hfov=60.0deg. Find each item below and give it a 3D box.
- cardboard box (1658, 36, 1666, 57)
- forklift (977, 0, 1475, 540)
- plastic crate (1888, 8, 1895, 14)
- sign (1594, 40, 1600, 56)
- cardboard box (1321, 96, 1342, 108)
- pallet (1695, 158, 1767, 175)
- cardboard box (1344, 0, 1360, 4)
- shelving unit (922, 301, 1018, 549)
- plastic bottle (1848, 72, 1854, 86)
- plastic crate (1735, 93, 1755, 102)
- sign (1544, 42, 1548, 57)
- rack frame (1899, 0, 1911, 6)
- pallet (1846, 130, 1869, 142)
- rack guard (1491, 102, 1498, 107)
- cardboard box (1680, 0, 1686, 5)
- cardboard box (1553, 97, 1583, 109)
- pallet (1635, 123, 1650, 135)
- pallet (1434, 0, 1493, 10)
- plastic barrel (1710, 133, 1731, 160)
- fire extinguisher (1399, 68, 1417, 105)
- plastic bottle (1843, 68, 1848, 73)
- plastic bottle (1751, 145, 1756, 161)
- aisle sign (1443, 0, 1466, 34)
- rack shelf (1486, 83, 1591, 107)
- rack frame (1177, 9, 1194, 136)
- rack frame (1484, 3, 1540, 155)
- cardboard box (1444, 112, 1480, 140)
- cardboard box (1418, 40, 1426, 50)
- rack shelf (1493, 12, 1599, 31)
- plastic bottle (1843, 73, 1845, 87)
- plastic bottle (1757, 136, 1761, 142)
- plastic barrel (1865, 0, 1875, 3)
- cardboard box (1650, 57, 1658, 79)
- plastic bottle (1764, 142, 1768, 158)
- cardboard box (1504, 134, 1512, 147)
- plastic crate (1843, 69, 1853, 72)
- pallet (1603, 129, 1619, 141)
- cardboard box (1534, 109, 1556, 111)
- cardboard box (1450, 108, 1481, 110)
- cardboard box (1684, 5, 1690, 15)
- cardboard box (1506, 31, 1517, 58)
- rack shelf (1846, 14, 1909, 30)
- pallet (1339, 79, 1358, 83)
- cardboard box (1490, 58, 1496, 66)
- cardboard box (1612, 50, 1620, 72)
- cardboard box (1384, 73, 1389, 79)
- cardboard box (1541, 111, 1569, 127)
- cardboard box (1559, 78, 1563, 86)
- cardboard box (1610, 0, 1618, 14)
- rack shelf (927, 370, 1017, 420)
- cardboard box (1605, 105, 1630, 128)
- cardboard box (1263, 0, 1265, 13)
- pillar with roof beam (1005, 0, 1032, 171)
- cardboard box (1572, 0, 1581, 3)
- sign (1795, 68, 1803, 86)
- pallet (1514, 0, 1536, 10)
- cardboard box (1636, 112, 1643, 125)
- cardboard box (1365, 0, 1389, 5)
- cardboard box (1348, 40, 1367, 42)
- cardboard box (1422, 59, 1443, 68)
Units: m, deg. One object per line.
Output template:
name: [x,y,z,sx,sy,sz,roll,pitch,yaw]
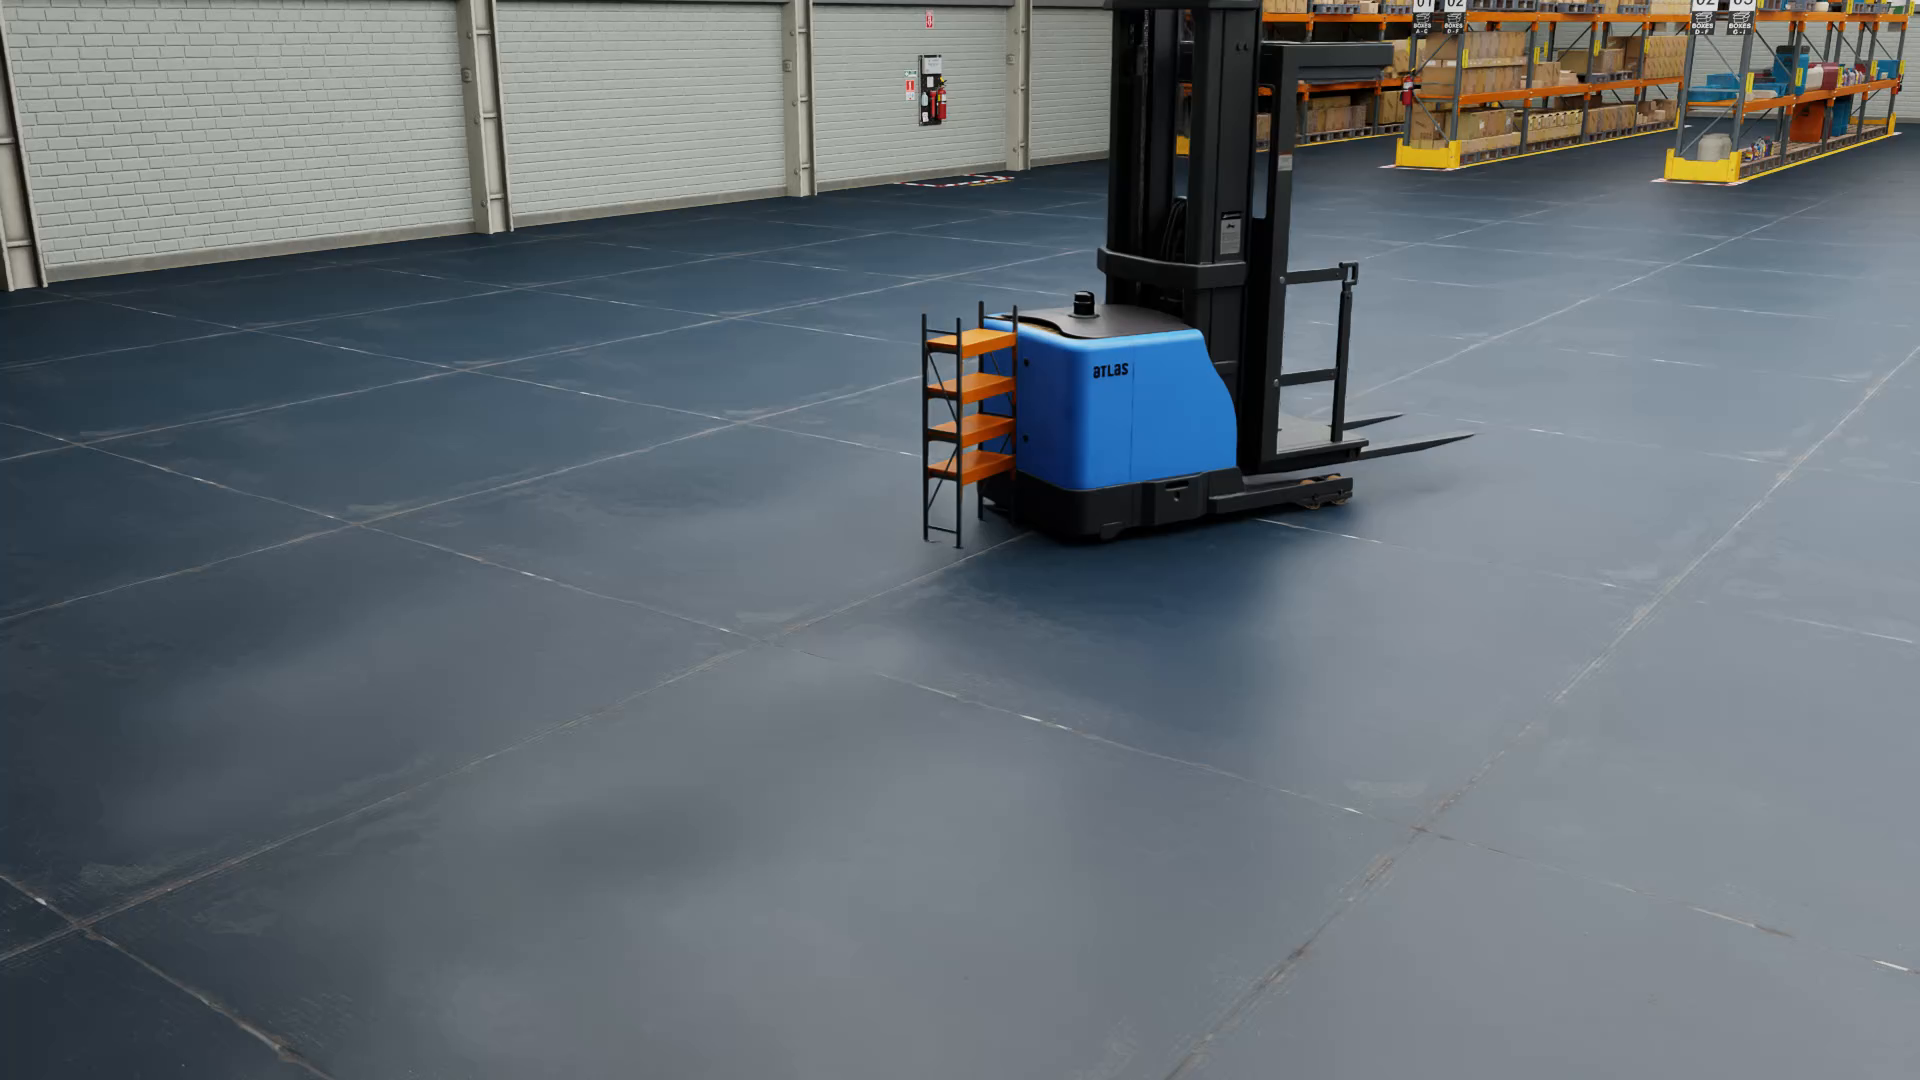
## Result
cardboard box: [17.174,-12.243,41.258,0.500,0.500,0.500,12,21,33]
forklift: [1.634,-1.696,9.262,3.031,2.935,1.130,-9,20,-28]
plastic crate: [21.381,-12.257,38.544,0.437,0.136,0.530,12,21,35]
sign: [14.118,-10.913,36.876,0.100,0.325,0.005,12,21,35]
cardboard box: [8.610,-10.278,38.991,0.500,0.250,0.500,12,21,34]
pallet: [14.103,-6.853,30.455,1.003,0.211,1.213,12,21,35]
cardboard box: [8.843,-12.531,38.773,0.797,0.503,0.637,16,24,42]
shelving unit: [0.054,-0.605,8.669,0.258,1.200,0.503,12,21,35]
plastic bottle: [19.456,-10.085,36.370,0.152,0.276,0.135,12,21,35]
plastic crate: [13.671,-7.706,28.947,0.298,0.136,0.250,12,21,35]
sign: [13.229,-11.066,37.503,0.100,0.325,0.005,12,21,35]
rack frame: [22.413,-14.352,39.786,1.000,3.000,0.127,12,21,35]
pallet: [20.436,-9.384,38.608,1.003,0.211,1.213,12,21,35]
rack guard: [14.471,-12.049,46.702,1.175,0.500,0.348,12,21,35]
cardboard box: [18.038,-13.676,42.078,0.500,0.250,0.500,12,21,35]
cardboard box: [14.069,-10.111,38.452,0.500,0.250,0.500,13,22,37]
pallet: [16.464,-10.242,41.369,1.003,0.211,1.213,12,21,35]
pallet: [9.346,-10.106,31.321,1.003,0.211,1.213,12,21,35]
plastic barrel: [13.509,-6.978,29.644,0.421,0.512,0.421,0,17,0]
fire extinguisher: [8.460,-8.569,31.411,0.296,0.674,0.183,12,21,35]
plastic bottle: [19.519,-10.215,36.664,0.144,0.351,0.185,12,21,35]
plastic bottle: [14.360,-7.016,30.118,0.061,0.283,0.133,13,21,36]
aisle sign: [9.110,-9.724,30.615,0.394,0.787,0.004,12,21,35]
rack shelf: [12.479,-9.638,35.934,1.077,0.370,4.000,12,21,35]
rack frame: [4.923,-9.427,34.042,1.000,3.000,0.127,12,21,35]
rack frame: [11.287,-9.505,34.294,1.000,3.000,0.127,12,21,35]
cardboard box: [9.698,-8.006,32.129,0.500,0.500,0.500,12,21,35]
cardboard box: [11.384,-12.444,41.791,0.500,0.250,0.500,13,21,36]
rack shelf: [12.479,-11.070,35.489,1.077,0.370,4.000,12,21,35]
plastic bottle: [18.889,-9.839,35.566,0.061,0.283,0.133,12,21,35]
plastic bottle: [14.995,-7.395,31.224,0.144,0.351,0.185,12,21,35]
plastic barrel: [19.649,-12.004,36.257,0.600,0.588,0.600,0,17,0]
cardboard box: [16.879,-11.654,41.045,0.500,0.500,0.500,13,21,36]
plastic bottle: [14.933,-7.245,30.856,0.061,0.283,0.133,14,22,38]
cardboard box: [10.880,-8.126,33.781,0.500,0.250,0.500,12,21,35]
plastic crate: [21.038,-11.050,39.450,0.416,0.233,0.300,12,21,35]
pallet: [14.873,-9.586,39.258,1.003,0.211,1.213,12,21,35]
cardboard box: [13.122,-9.540,37.389,0.500,0.311,0.500,13,22,37]
cardboard box: [10.163,-8.457,33.583,0.500,0.500,0.500,12,21,35]
cardboard box: [18.343,-13.555,42.531,0.500,0.250,0.500,12,21,35]
cardboard box: [10.728,-9.945,33.354,0.700,0.500,0.500,12,21,35]
rack shelf: [21.221,-12.099,38.804,1.077,0.370,4.000,12,21,35]
pallet: [8.543,-10.762,38.664,1.003,0.211,1.213,12,21,35]
cardboard box: [10.227,-9.331,32.472,0.380,0.149,0.250,13,21,35]
cardboard box: [15.050,-11.227,38.962,0.700,0.500,0.500,7,19,21]
cardboard box: [10.229,-11.318,40.521,0.380,0.149,0.250,13,21,35]
cardboard box: [12.949,-9.200,36.294,0.500,0.311,0.500,12,21,34]
cardboard box: [12.956,-10.024,36.389,0.380,0.149,0.250,14,22,39]
cardboard box: [14.517,-12.293,38.046,0.910,0.500,0.500,12,21,35]
rack shelf: [0.054,-0.755,8.623,0.258,0.148,0.480,12,21,35]
cardboard box: [15.688,-10.142,39.819,0.500,0.500,0.500,13,21,35]
cardboard box: [5.978,-11.198,34.485,0.500,0.500,0.500,14,22,37]
pillar with roof beam: [4.528,-10.422,27.129,9.100,9.000,0.400,12,21,35]
cardboard box: [13.147,-11.773,36.084,0.500,0.250,0.500,13,22,36]
sign: [15.698,-8.661,31.110,0.100,0.325,0.005,12,21,35]
pallet: [10.799,-10.687,33.193,1.003,0.211,1.213,12,21,35]
cardboard box: [16.477,-10.398,40.962,0.500,0.311,0.500,12,21,35]
cardboard box: [9.927,-13.146,40.050,0.700,0.500,0.500,11,20,30]
cardboard box: [9.752,-12.043,40.500,0.500,0.250,0.500,13,22,36]
cardboard box: [8.978,-9.034,31.516,0.380,0.149,0.250,12,21,34]
